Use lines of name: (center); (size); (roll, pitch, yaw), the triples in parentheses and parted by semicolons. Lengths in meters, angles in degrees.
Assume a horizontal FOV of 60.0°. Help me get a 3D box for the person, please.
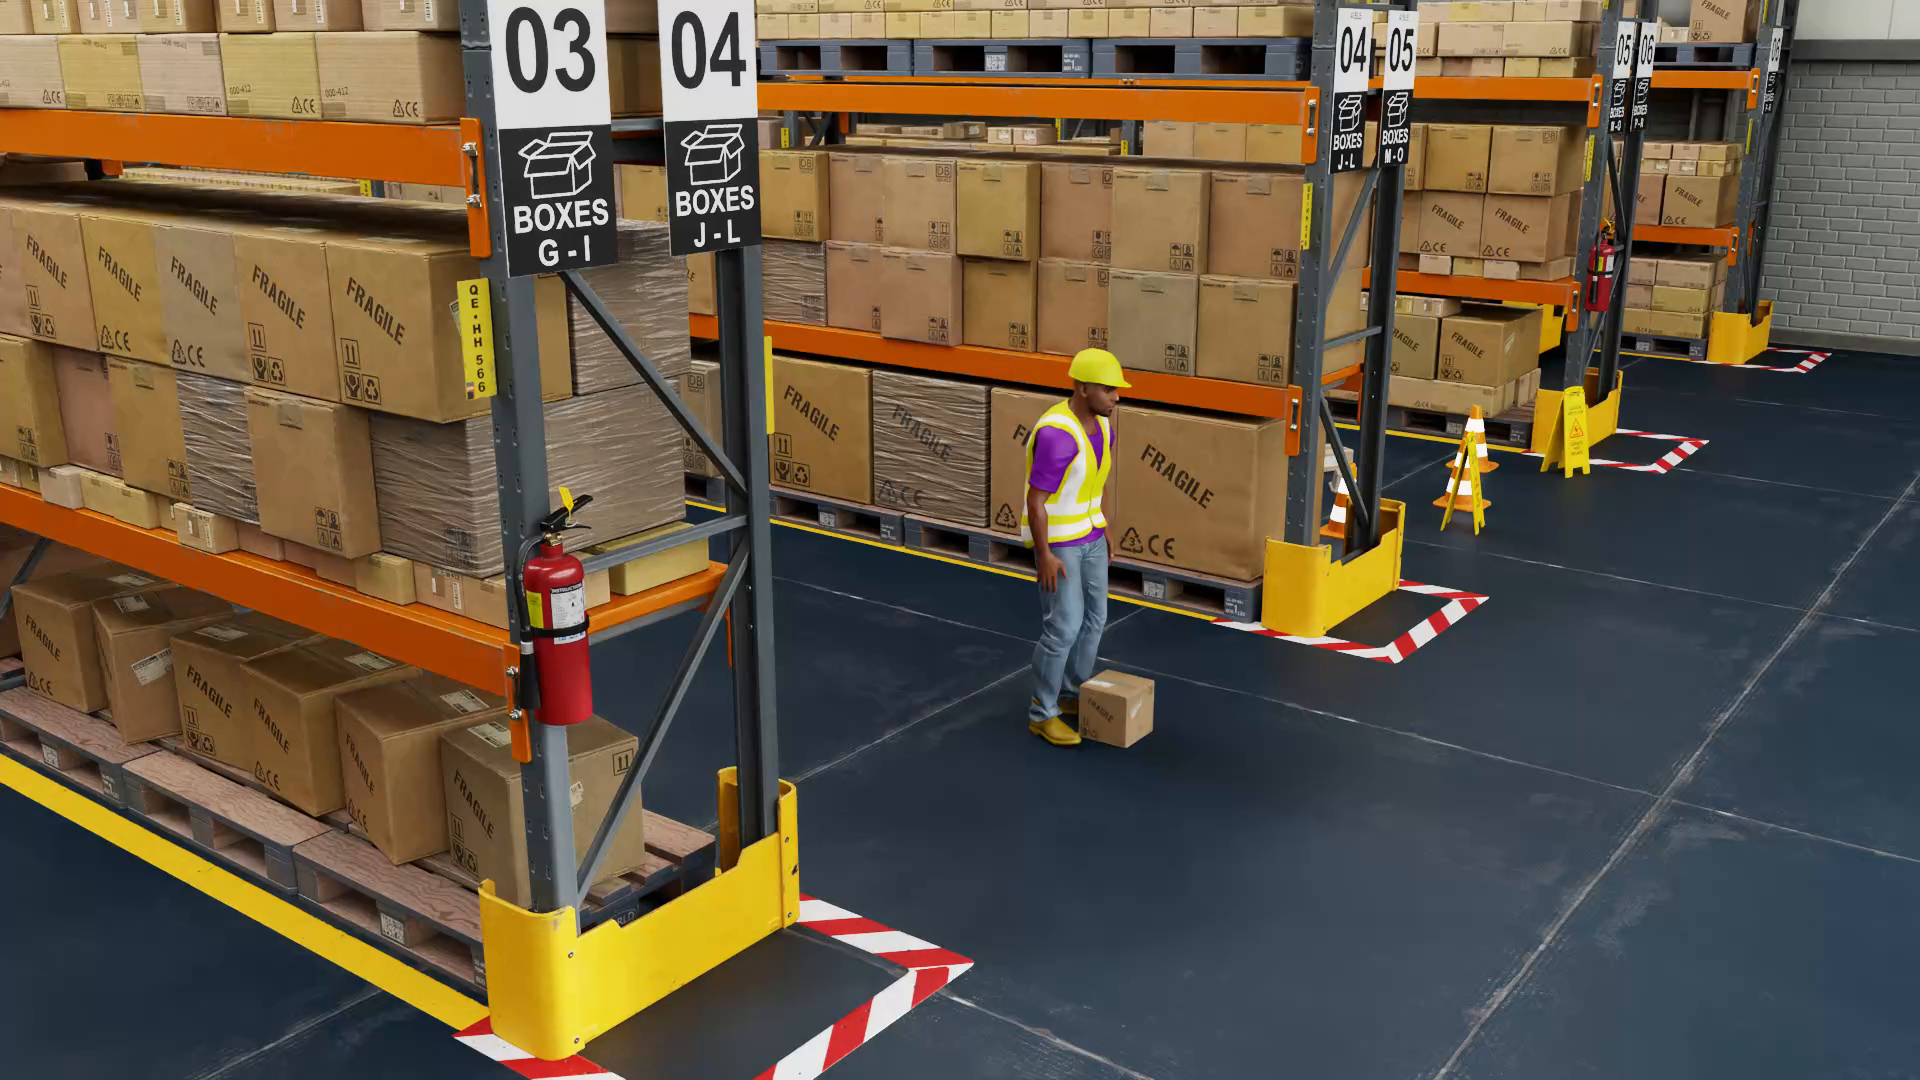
person: (0.524, 0.010, 7.481); (0.463, 1.755, 0.625); (11, 20, 33)
